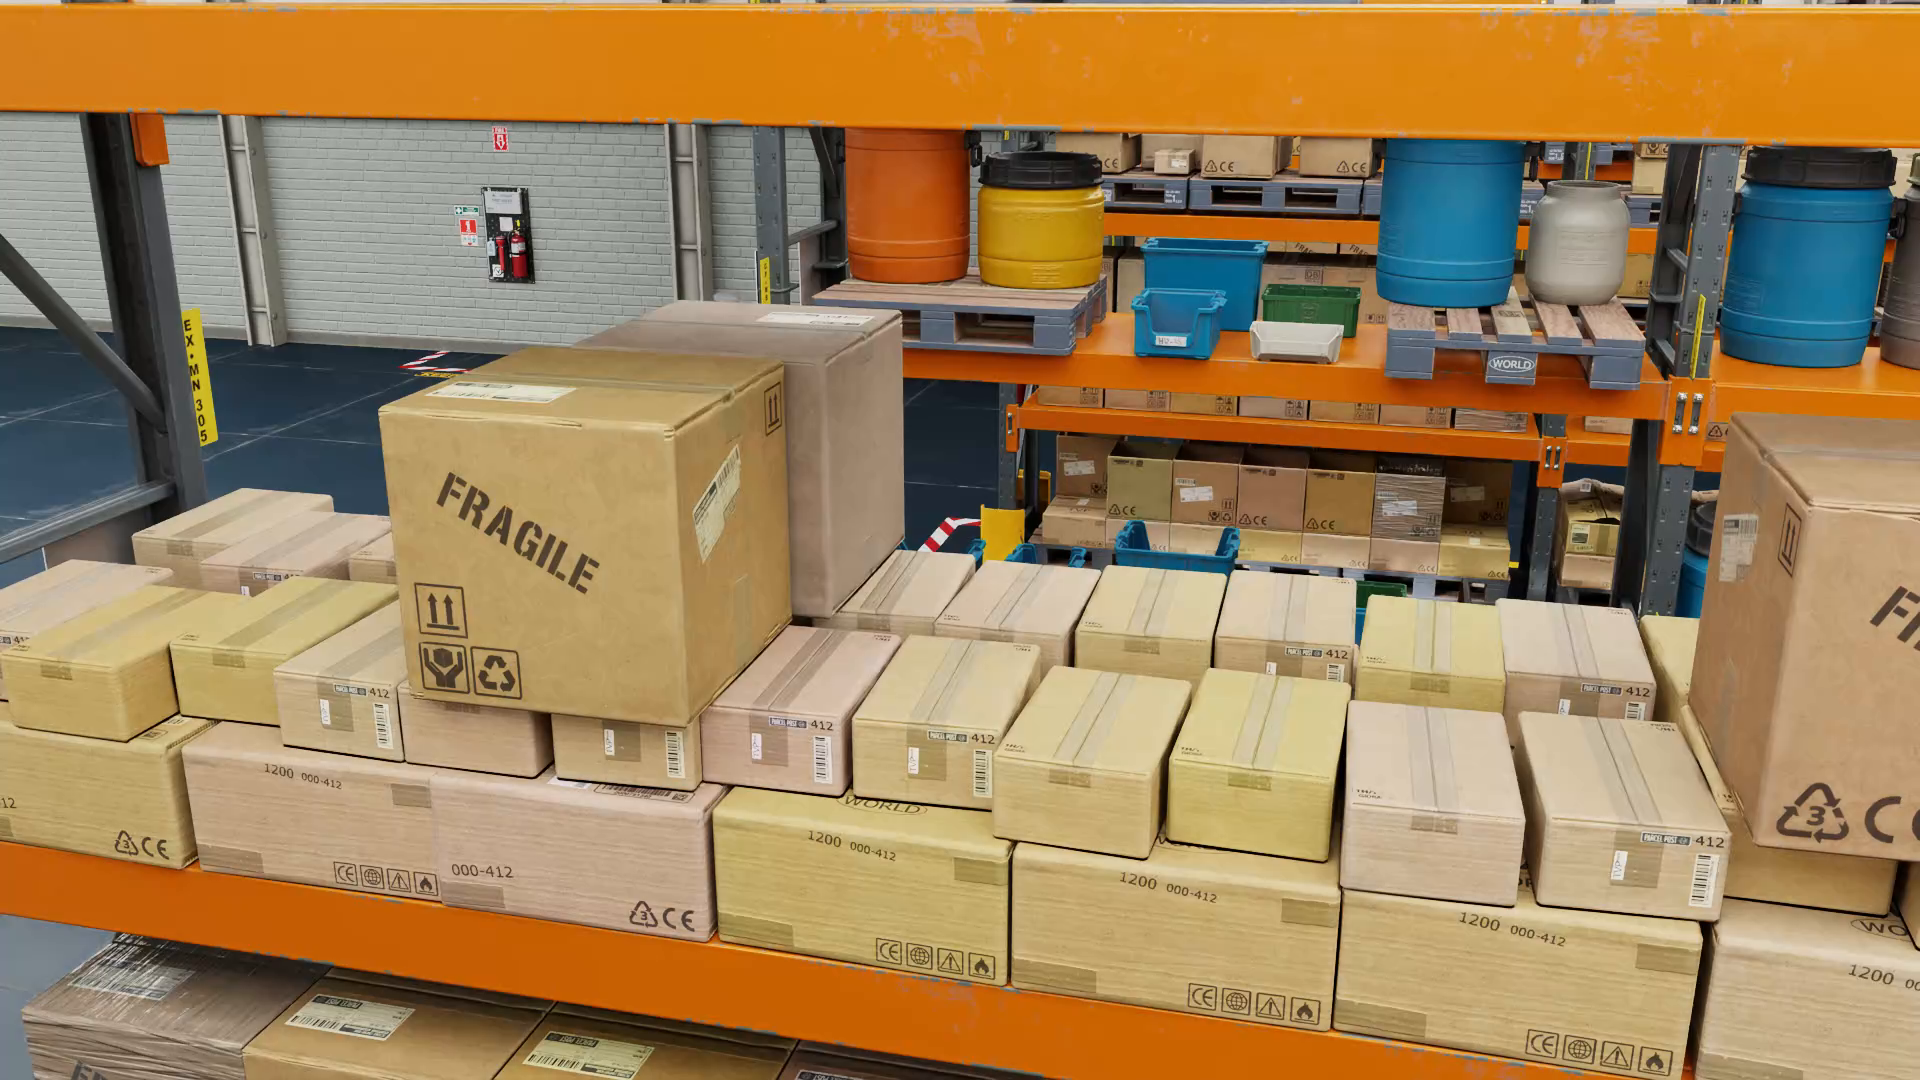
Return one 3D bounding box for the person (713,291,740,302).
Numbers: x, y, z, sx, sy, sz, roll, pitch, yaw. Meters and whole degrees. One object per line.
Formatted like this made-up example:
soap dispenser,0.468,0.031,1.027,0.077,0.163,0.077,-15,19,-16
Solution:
person,-2.105,-1.343,15.182,0.580,1.839,0.468,-11,21,-31
